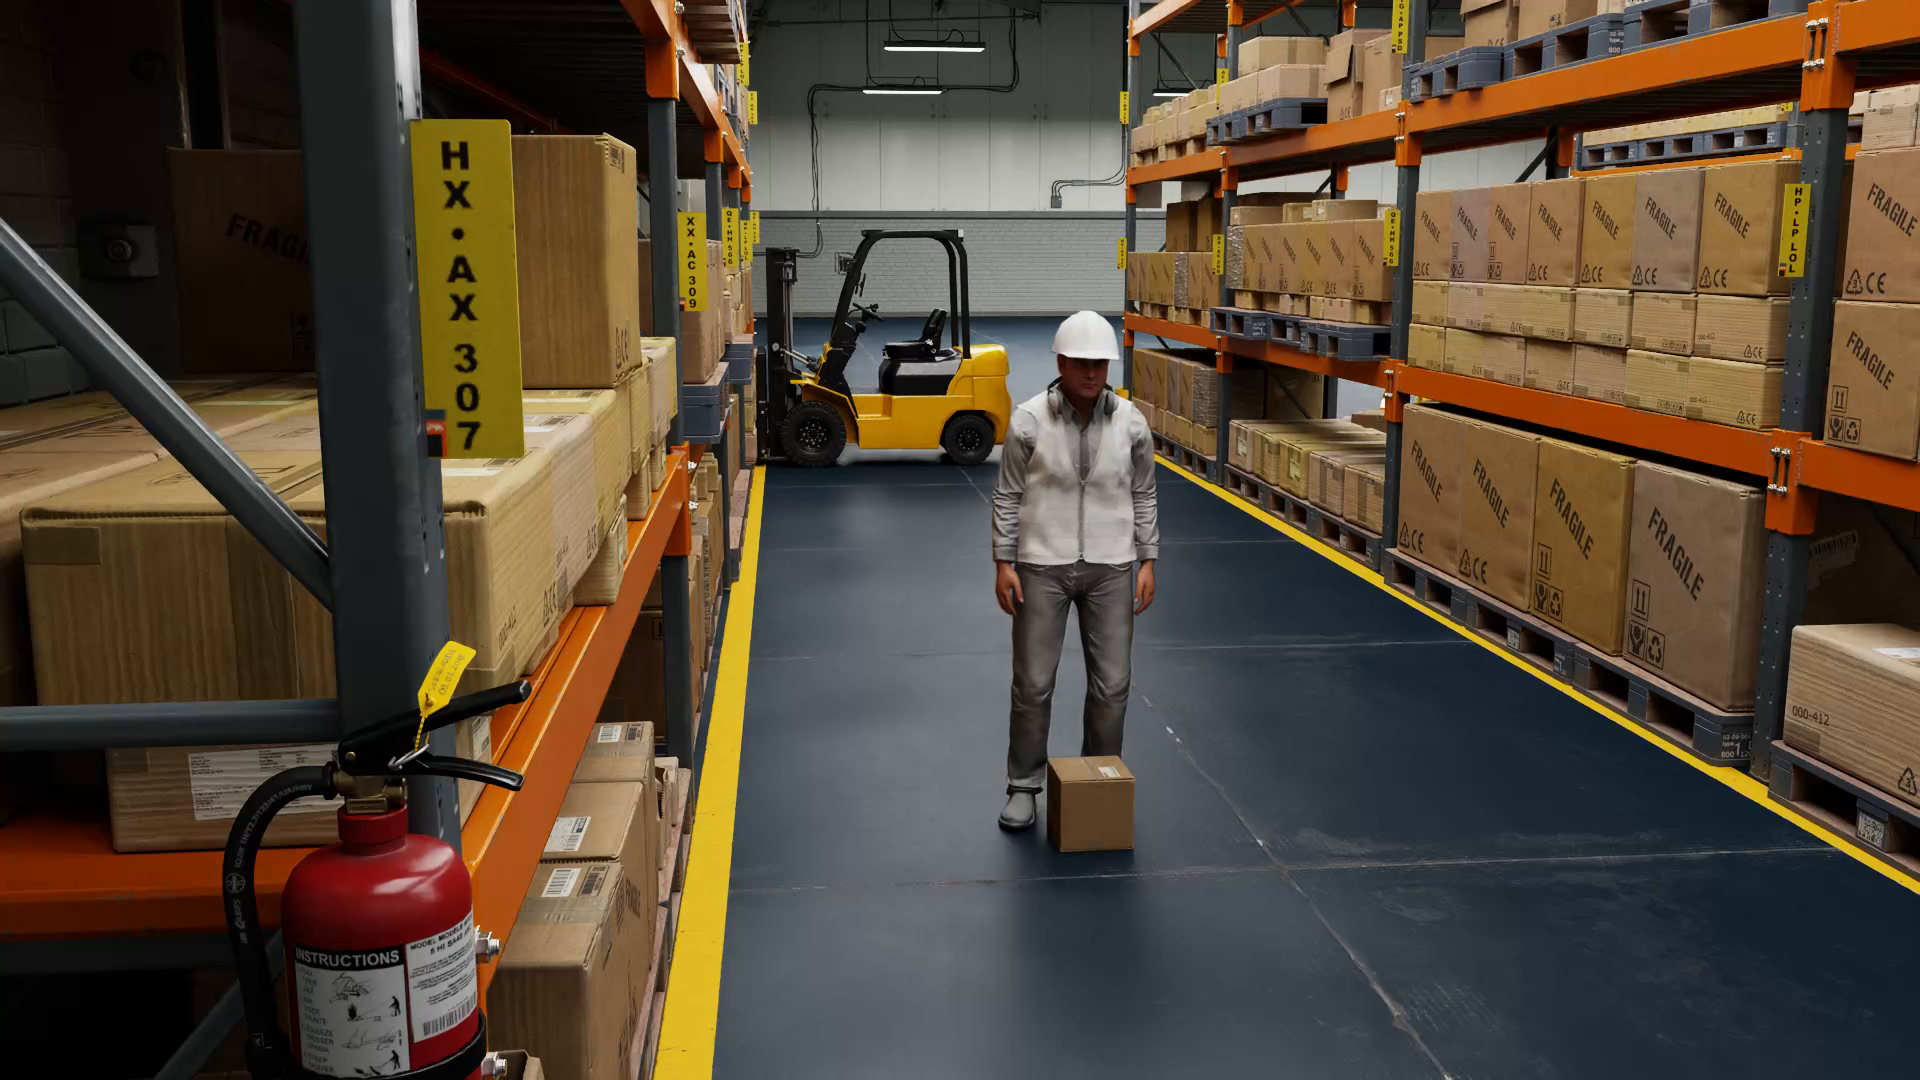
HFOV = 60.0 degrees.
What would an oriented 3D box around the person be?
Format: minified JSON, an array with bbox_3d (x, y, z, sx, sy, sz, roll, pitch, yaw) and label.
[{"bbox_3d":[0.399,0.099,5.758,0.581,1.772,0.460,-1,10,-6],"label":"person"}]
